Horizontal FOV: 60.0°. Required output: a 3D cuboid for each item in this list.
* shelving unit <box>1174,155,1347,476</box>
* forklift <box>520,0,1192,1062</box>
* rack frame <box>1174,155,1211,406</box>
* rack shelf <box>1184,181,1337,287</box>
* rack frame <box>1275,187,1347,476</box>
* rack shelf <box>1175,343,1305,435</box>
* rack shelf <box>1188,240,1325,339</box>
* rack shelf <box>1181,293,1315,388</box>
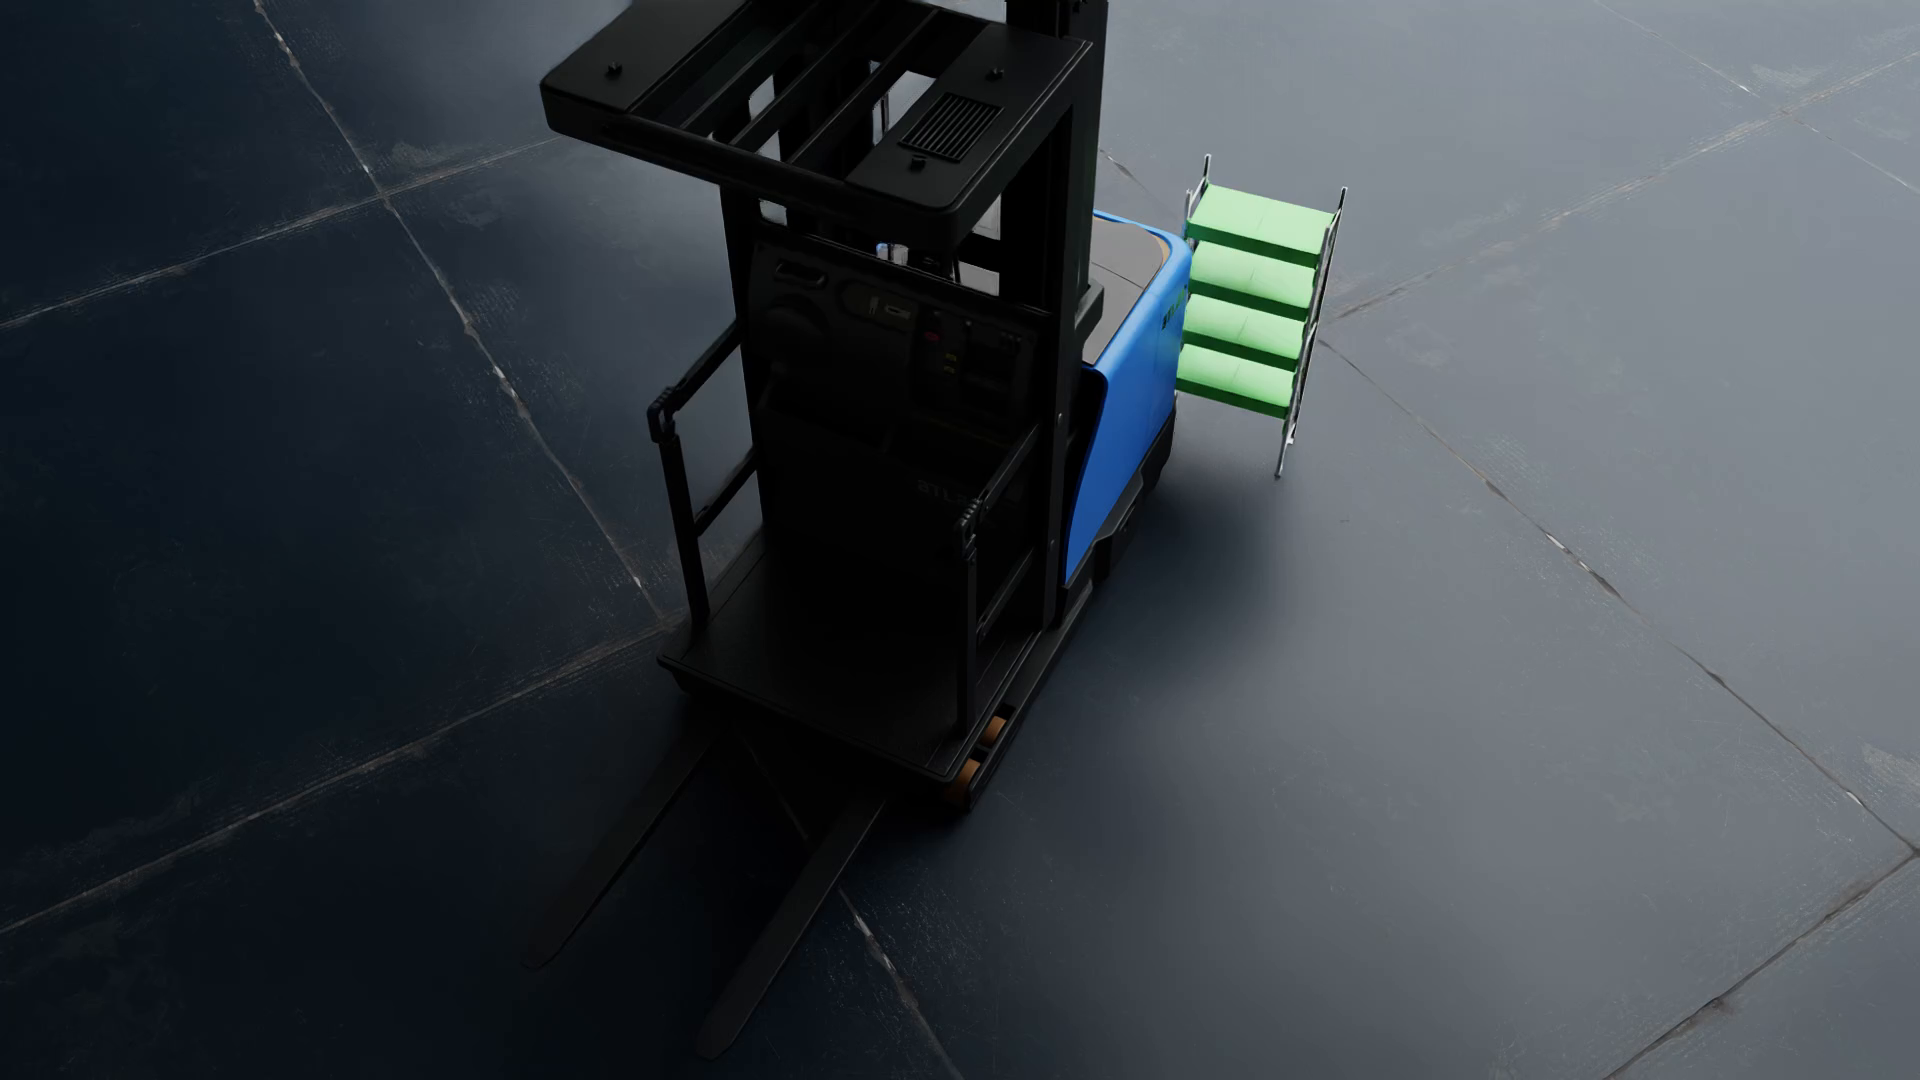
[{"bbox_3d":[1.055,-0.803,6.162,0.503,1.200,0.258,17,51,15],"label":"shelving unit"},{"bbox_3d":[-0.302,-0.486,4.720,1.130,2.935,3.031,21,52,18],"label":"forklift"},{"bbox_3d":[0.830,-0.873,6.224,0.015,1.200,0.240,17,51,15],"label":"rack frame"},{"bbox_3d":[1.055,-1.080,5.851,0.480,0.148,0.258,17,51,15],"label":"rack shelf"},{"bbox_3d":[1.280,-0.733,6.099,0.015,1.200,0.240,17,51,15],"label":"rack frame"},{"bbox_3d":[1.055,-0.601,6.389,0.480,0.148,0.258,17,51,15],"label":"rack shelf"},{"bbox_3d":[1.055,-0.920,6.030,0.480,0.148,0.258,17,51,15],"label":"rack shelf"},{"bbox_3d":[1.055,-0.761,6.209,0.480,0.148,0.258,17,51,15],"label":"rack shelf"}]
